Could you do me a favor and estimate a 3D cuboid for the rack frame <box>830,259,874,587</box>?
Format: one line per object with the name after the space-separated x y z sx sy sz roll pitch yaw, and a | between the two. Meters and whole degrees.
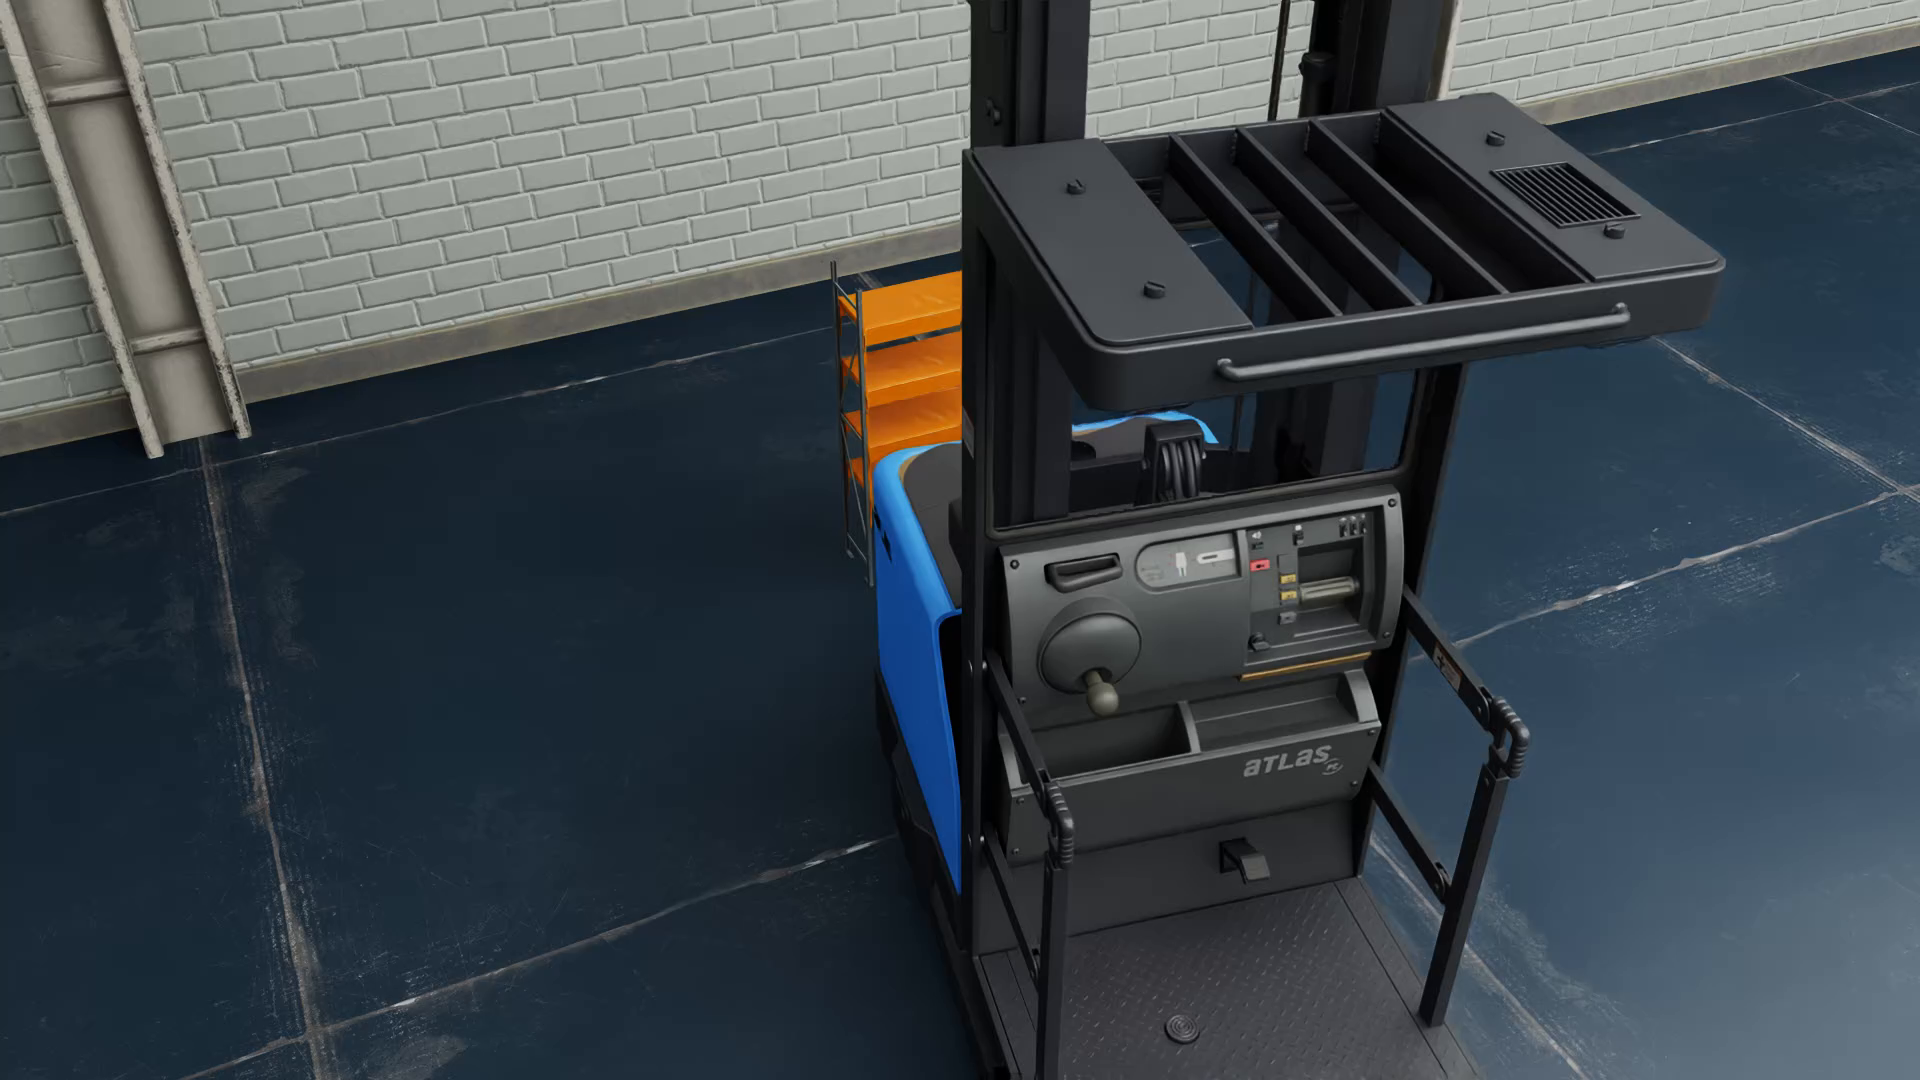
-0.371 -0.378 5.753 0.015 1.200 0.240 -16 39 -20 | rack frame

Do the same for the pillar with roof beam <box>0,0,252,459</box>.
-1.321 -1.752 1.058 0.400 9.000 9.100 -16 39 -20 | pillar with roof beam

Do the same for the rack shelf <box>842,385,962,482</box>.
-0.150 -0.386 5.876 0.480 0.148 0.258 -16 39 -20 | rack shelf

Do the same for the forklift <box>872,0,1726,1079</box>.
0.605 0.205 3.514 1.130 2.935 3.031 -9 38 -12 | forklift

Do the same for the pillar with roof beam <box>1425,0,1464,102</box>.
4.110 -3.271 3.106 0.400 9.000 9.100 -16 39 -20 | pillar with roof beam

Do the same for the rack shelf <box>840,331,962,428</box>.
-0.150 -0.566 5.743 0.480 0.148 0.258 -16 39 -20 | rack shelf

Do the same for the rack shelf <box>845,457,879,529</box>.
-0.150 -0.226 5.994 0.480 0.148 0.258 -16 39 -20 | rack shelf

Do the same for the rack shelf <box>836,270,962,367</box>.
-0.150 -0.756 5.602 0.480 0.148 0.258 -16 39 -20 | rack shelf

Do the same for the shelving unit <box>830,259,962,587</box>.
-0.150 -0.440 5.836 0.503 1.200 0.258 -16 39 -20 | shelving unit
